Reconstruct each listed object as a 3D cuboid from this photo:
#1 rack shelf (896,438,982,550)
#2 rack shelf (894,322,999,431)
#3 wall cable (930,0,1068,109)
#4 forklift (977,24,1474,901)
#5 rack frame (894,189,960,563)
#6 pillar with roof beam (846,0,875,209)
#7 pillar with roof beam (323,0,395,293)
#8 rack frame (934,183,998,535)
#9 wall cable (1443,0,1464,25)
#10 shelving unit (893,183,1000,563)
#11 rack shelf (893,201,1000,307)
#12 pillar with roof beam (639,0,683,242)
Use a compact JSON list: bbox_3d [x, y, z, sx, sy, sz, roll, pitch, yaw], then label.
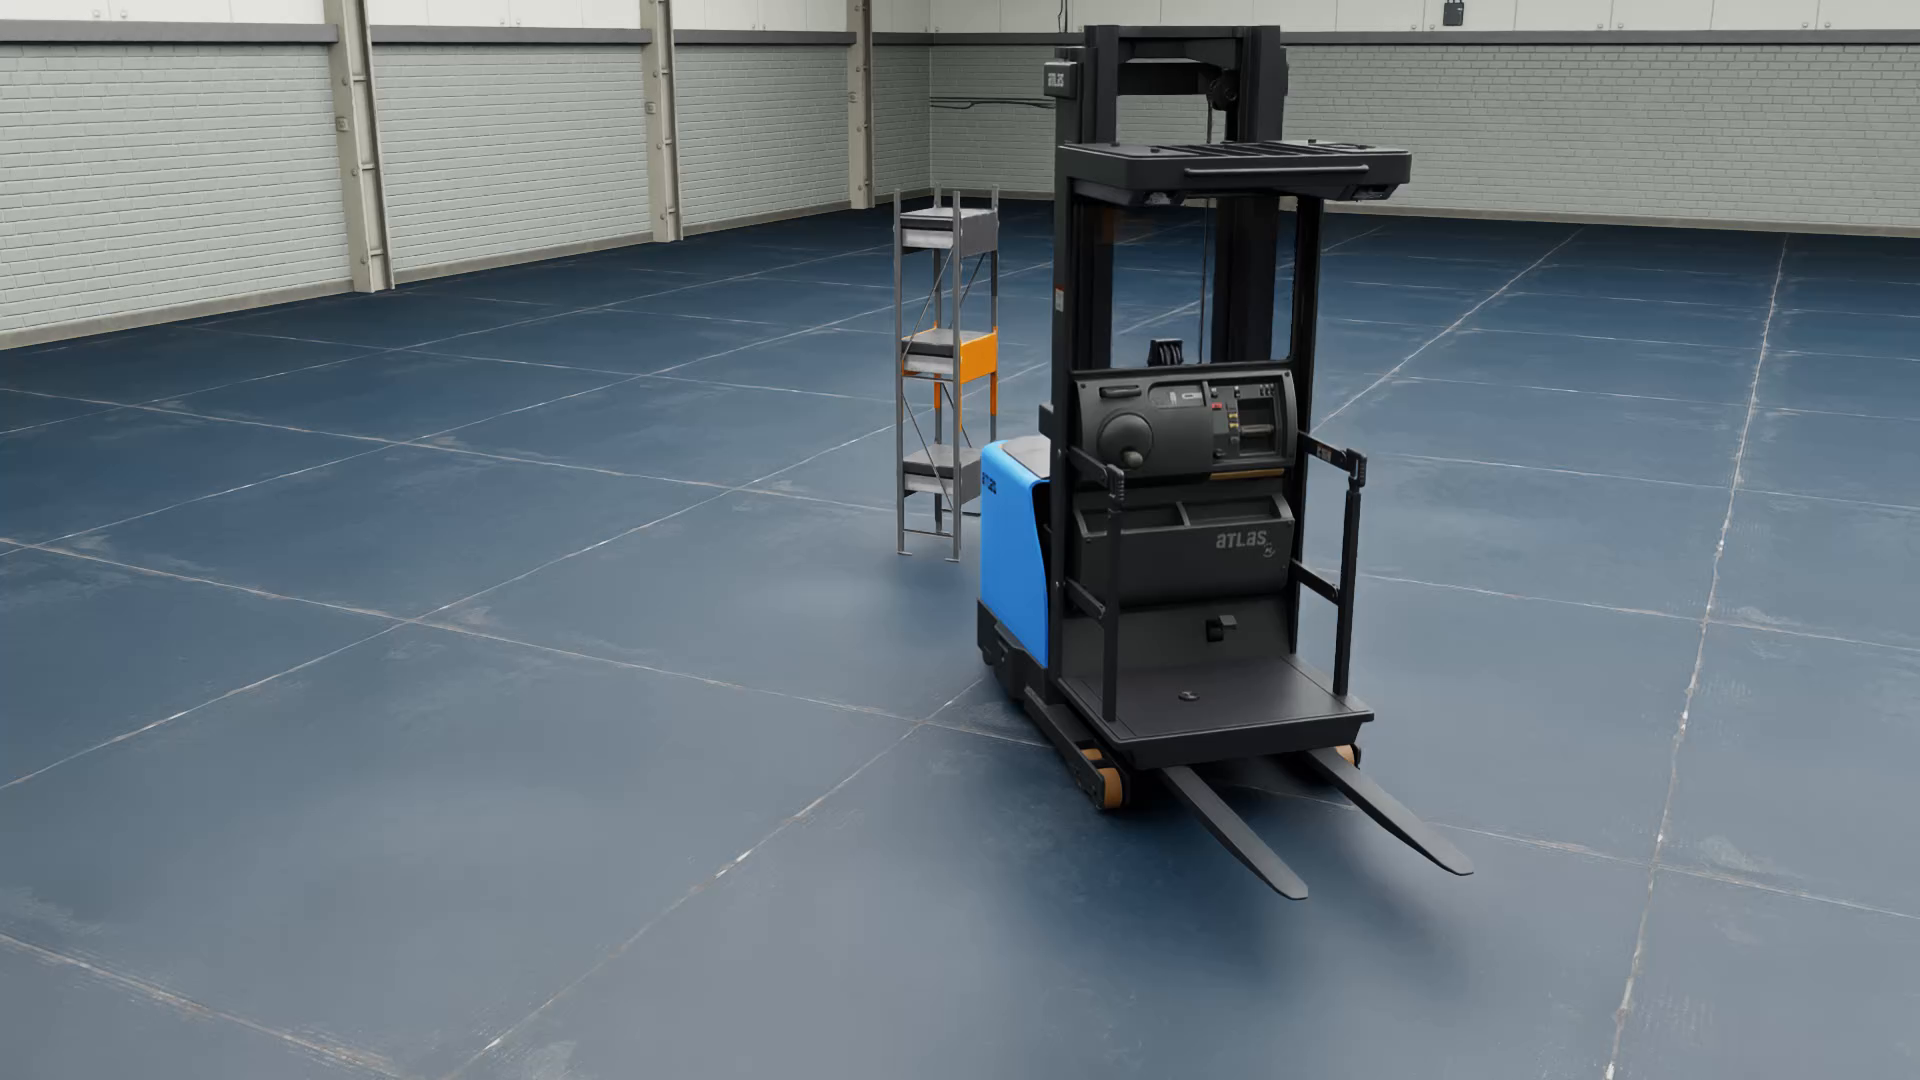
[{"bbox_3d":[-0.074,-0.280,9.787,0.431,0.518,0.480,8,18,25],"label":"rack shelf"},{"bbox_3d":[-0.074,-0.951,9.587,0.431,0.518,0.480,8,18,25],"label":"rack shelf"},{"bbox_3d":[0.702,-9.520,31.726,3.097,2.526,0.112,8,18,25],"label":"wall cable"},{"bbox_3d":[0.977,-0.476,6.480,1.130,2.935,3.031,-5,17,-15],"label":"forklift"},{"bbox_3d":[-0.183,-0.902,9.374,0.400,2.100,0.015,8,18,25],"label":"rack frame"},{"bbox_3d":[2.054,-9.879,27.480,9.100,9.000,0.400,8,18,25],"label":"pillar with roof beam"},{"bbox_3d":[-3.308,-6.822,17.189,9.100,9.000,0.400,8,18,25],"label":"pillar with roof beam"},{"bbox_3d":[0.035,-1.027,9.793,0.400,2.100,0.015,8,18,25],"label":"rack frame"},{"bbox_3d":[9.188,-11.427,26.720,2.305,6.003,0.169,8,18,25],"label":"wall cable"},{"bbox_3d":[-0.074,-0.964,9.583,0.431,2.100,0.503,8,18,25],"label":"shelving unit"},{"bbox_3d":[-0.074,-1.622,9.388,0.431,0.518,0.480,8,18,25],"label":"rack shelf"},{"bbox_3d":[-0.627,-8.351,22.334,9.100,9.000,0.400,8,18,25],"label":"pillar with roof beam"}]
